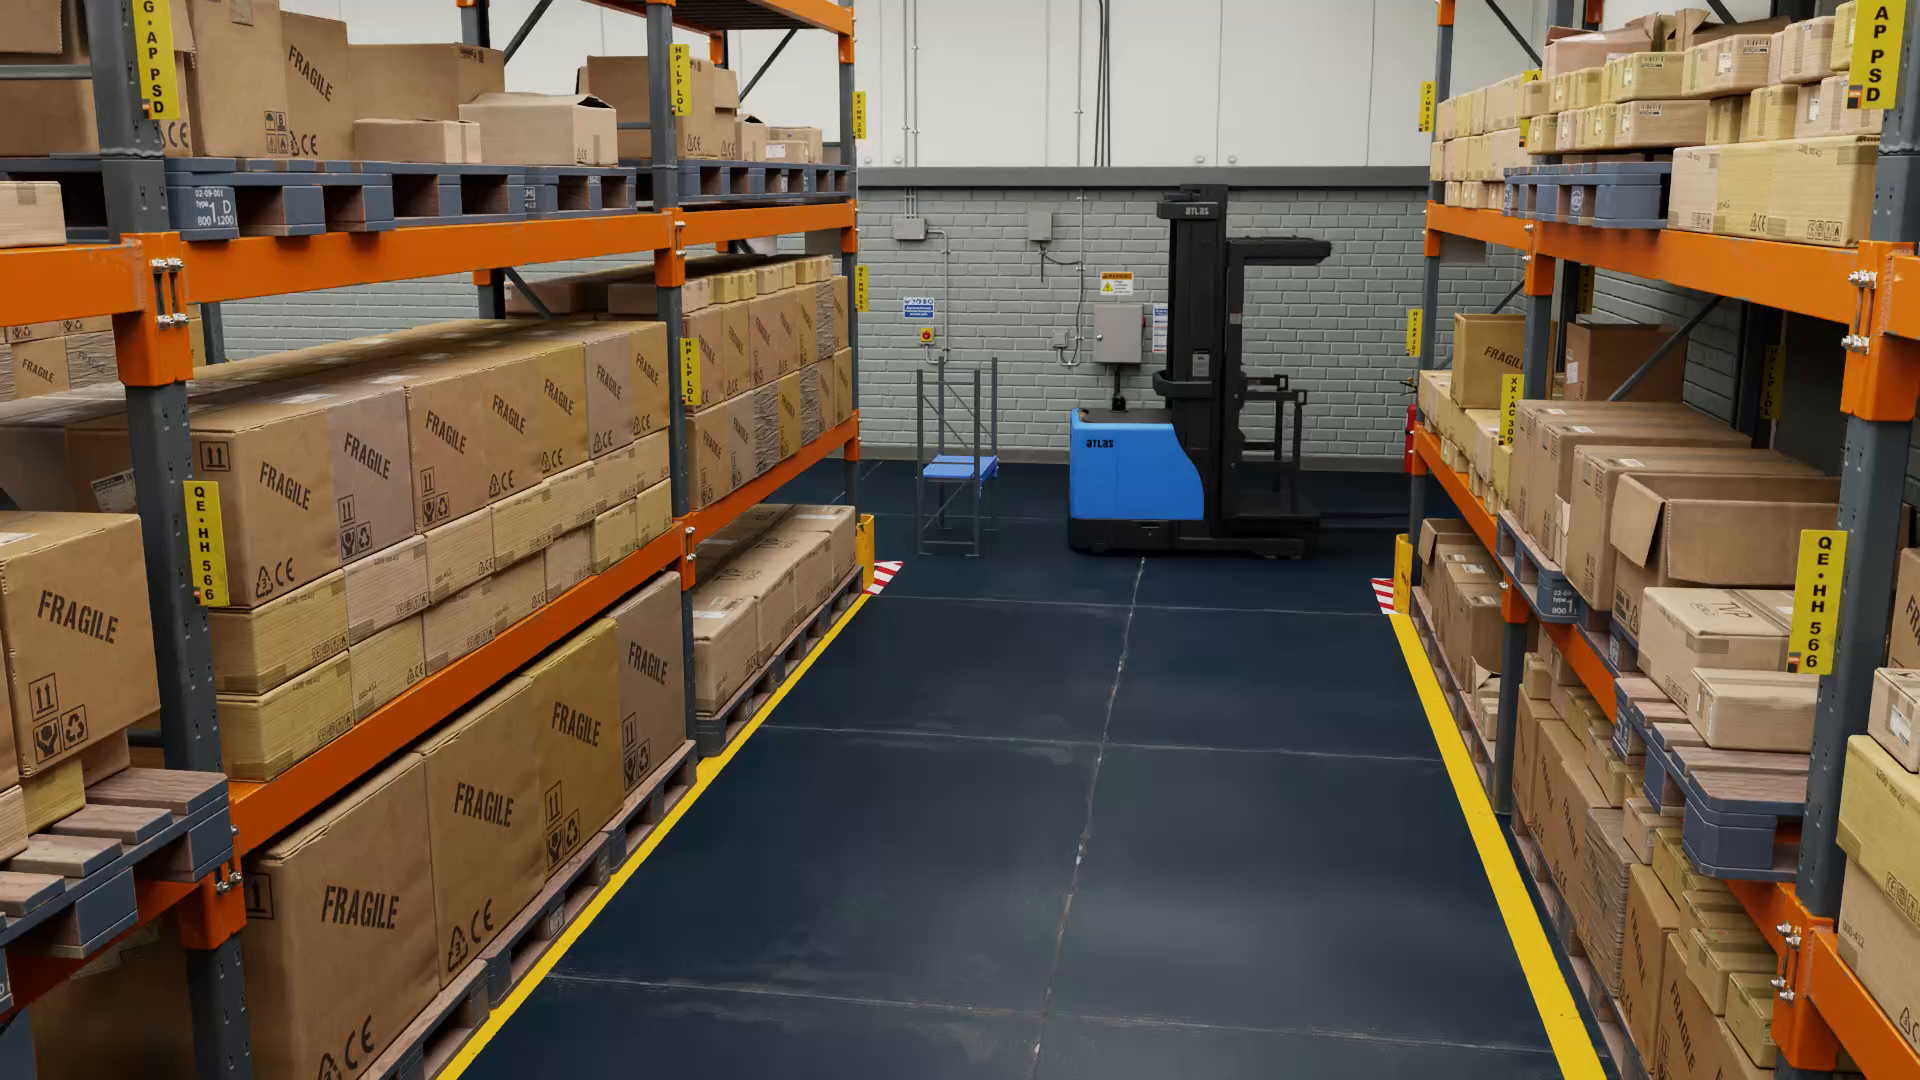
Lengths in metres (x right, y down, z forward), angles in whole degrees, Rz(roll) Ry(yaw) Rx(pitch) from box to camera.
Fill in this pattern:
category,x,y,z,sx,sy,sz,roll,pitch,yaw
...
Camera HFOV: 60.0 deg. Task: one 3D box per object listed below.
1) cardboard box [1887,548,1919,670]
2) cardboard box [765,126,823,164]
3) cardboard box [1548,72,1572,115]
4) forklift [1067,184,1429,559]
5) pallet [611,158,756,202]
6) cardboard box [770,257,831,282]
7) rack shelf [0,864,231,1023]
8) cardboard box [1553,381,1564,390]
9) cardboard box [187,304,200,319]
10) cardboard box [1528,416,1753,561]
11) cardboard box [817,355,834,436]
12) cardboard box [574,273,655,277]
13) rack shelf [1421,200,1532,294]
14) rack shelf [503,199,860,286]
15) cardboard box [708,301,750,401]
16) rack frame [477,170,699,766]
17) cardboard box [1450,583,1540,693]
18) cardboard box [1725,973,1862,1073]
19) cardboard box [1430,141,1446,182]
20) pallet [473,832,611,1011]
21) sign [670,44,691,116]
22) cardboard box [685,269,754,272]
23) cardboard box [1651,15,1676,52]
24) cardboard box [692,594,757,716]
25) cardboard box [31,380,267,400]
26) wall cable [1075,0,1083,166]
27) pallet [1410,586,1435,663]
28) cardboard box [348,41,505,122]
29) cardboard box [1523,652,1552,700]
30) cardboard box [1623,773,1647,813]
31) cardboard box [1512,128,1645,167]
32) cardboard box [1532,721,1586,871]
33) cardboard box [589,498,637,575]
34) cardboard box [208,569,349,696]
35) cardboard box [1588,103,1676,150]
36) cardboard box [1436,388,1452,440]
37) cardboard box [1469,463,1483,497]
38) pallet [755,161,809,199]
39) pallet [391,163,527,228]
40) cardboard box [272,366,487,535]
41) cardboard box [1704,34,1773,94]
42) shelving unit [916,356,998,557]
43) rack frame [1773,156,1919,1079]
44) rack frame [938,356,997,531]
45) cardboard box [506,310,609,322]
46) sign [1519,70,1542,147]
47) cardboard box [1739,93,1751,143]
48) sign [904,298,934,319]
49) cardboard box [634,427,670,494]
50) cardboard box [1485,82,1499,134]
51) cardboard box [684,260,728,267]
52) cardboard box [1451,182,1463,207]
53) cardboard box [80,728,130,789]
category,x,y,z,sx,sy,sz,roll,pitch,yaw
cardboard box,2.665,0.326,4.129,0.500,0.500,0.500,2,12,11
cardboard box,-1.224,-2.694,11.377,0.500,0.250,0.500,1,12,3
cardboard box,2.515,-1.737,6.468,0.380,0.149,0.250,2,12,8
forklift,2.415,-1.394,13.504,3.031,2.935,1.130,1,12,2
pallet,-1.723,-1.904,8.798,1.003,0.211,1.213,2,12,9
cardboard box,-1.073,-1.807,11.108,0.380,0.149,0.250,2,12,8
rack shelf,-2.782,1.290,2.596,1.077,0.370,4.000,2,12,9
cardboard box,3.772,-0.844,10.439,0.500,0.250,0.500,2,12,9
cardboard box,-5.975,-1.863,12.200,0.500,0.500,0.500,2,12,7
cardboard box,2.671,-0.204,6.585,0.700,0.500,0.500,2,12,9
cardboard box,-1.149,-0.979,11.181,0.500,0.500,0.500,2,12,7
cardboard box,-1.909,-1.396,9.202,0.380,0.149,0.250,2,12,8
rack shelf,3.354,-1.682,9.265,1.077,0.370,4.000,2,12,9
rack shelf,-1.551,-1.842,10.008,1.077,0.370,4.000,2,12,9
cardboard box,-1.463,-1.045,9.111,0.500,0.500,0.500,2,12,8
rack frame,-1.859,-0.311,8.316,1.000,3.000,0.127,2,12,9
cardboard box,3.144,0.550,9.257,0.700,0.500,0.500,1,12,7
cardboard box,2.257,1.270,4.376,0.380,0.149,0.250,1,12,6
cardboard box,3.323,-2.438,10.718,0.500,0.250,0.500,2,12,8
pallet,-2.089,1.470,6.671,1.003,0.211,1.213,2,12,9
sign,-1.321,-2.168,7.840,0.100,0.325,0.005,2,12,9
cardboard box,-1.407,-1.490,9.639,0.380,0.149,0.250,2,12,8
cardboard box,3.067,-2.031,6.848,0.396,0.266,0.258,2,12,8
cardboard box,-1.656,0.609,9.132,0.875,0.438,0.875,2,12,8
cardboard box,-2.582,-0.239,5.372,0.500,0.500,0.500,2,12,10
wall cable,0.095,-5.245,16.969,2.355,3.000,0.029,2,12,9
pallet,3.528,0.562,10.887,1.003,0.211,1.213,2,12,9
cardboard box,-2.281,-1.857,7.138,0.500,0.500,0.500,2,12,8
cardboard box,2.728,0.615,7.418,0.380,0.149,0.250,2,12,11
cardboard box,2.576,0.946,5.882,0.380,0.149,0.250,2,12,9
cardboard box,2.873,-1.798,7.746,0.500,0.250,0.500,2,12,9
cardboard box,2.677,1.070,6.843,0.500,0.500,0.500,2,12,8
cardboard box,-1.758,-0.030,7.369,0.500,0.250,0.500,2,12,8
cardboard box,-2.152,0.253,4.868,0.500,0.250,0.500,2,12,8
cardboard box,2.405,-1.434,5.769,0.380,0.149,0.250,2,12,10
cardboard box,3.173,-0.759,10.047,0.500,0.250,0.500,2,12,8
cardboard box,2.959,-0.320,8.956,0.380,0.149,0.250,2,12,8
pallet,-1.533,-2.157,9.973,1.003,0.211,1.213,2,12,9
pallet,-2.259,-1.221,5.867,1.003,0.211,1.213,2,12,11
cardboard box,-1.995,-0.321,5.754,0.500,0.500,0.500,2,12,10
cardboard box,2.355,-1.350,4.722,0.380,0.149,0.250,2,12,7
shelving unit,-0.013,-0.715,13.753,0.538,1.500,1.048,2,12,9
rack frame,2.431,0.682,3.710,1.000,3.000,0.127,2,12,9
rack frame,0.065,-0.821,14.244,0.500,1.500,0.032,2,12,9
cardboard box,-2.059,-0.956,8.697,0.500,0.500,0.500,2,12,8
sign,2.509,-1.886,7.277,0.100,0.325,0.005,2,12,9
cardboard box,2.455,-1.198,4.724,0.380,0.149,0.250,2,12,9
sign,-0.438,-2.465,17.668,0.327,0.218,0.001,2,12,9
cardboard box,-1.687,-0.382,7.817,0.500,0.250,0.500,2,12,9
cardboard box,3.042,-2.258,8.693,0.500,0.250,0.500,2,12,10
cardboard box,-1.706,-1.714,10.678,0.380,0.149,0.250,2,12,9
cardboard box,3.139,-2.057,9.893,0.380,0.149,0.250,2,12,8
cardboard box,-2.292,0.515,4.083,0.380,0.149,0.250,2,12,11
